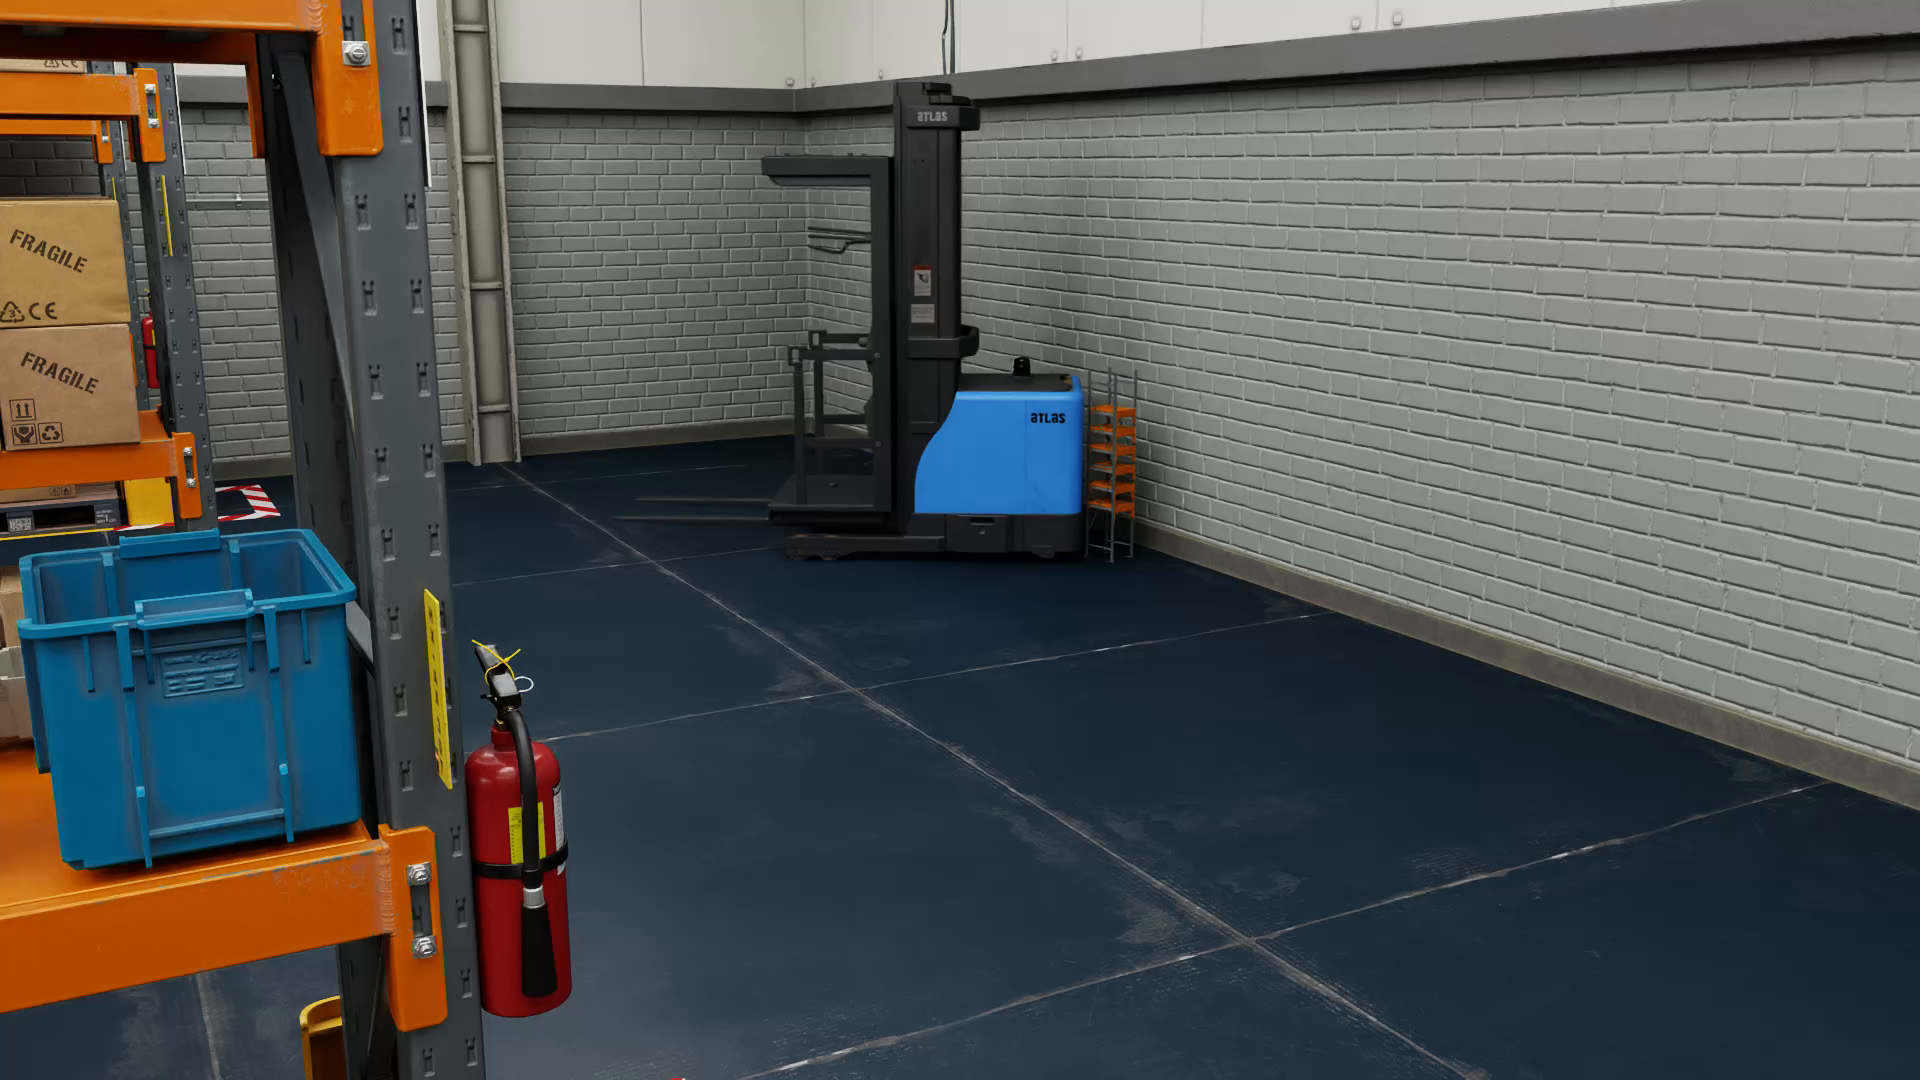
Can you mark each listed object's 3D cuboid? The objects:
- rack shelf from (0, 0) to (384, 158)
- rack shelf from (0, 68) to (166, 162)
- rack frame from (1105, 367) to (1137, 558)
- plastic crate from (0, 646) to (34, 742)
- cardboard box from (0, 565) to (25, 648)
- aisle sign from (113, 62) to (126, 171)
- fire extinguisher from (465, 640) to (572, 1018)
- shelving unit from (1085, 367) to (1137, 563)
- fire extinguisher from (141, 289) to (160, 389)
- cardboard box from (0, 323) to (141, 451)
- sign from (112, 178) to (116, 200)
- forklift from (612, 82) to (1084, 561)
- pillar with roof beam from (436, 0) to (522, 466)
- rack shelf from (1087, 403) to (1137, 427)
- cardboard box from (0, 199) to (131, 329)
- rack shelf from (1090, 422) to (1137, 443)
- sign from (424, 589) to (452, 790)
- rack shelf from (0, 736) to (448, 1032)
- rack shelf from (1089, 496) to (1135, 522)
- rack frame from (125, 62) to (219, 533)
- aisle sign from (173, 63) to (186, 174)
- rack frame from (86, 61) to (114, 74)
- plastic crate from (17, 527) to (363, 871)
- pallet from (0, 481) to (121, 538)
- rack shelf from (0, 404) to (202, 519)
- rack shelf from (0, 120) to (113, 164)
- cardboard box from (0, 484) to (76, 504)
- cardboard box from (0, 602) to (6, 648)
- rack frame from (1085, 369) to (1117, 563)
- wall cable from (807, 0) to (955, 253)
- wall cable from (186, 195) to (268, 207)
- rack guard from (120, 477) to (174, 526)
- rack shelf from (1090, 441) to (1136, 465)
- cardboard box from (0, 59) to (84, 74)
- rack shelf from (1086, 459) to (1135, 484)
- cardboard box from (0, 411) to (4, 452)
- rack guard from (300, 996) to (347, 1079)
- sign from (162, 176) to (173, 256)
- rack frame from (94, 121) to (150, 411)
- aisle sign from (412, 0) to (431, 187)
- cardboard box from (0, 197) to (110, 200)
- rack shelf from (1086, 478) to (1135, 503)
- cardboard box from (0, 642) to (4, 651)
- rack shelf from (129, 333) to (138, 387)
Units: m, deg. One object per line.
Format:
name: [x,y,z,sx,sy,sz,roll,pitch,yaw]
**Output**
rack shelf: [-2.910,-0.676,2.088,4.000,0.370,1.077,-7,14,-28]
rack shelf: [-5.280,-1.631,6.331,4.000,0.370,1.077,-7,14,-28]
rack frame: [1.021,-0.489,10.550,0.006,1.200,0.240,-11,17,-41]
plastic crate: [-1.850,0.306,3.383,0.298,0.136,0.250,-7,14,-28]
cardboard box: [-3.884,0.381,7.278,0.500,0.500,0.500,-7,14,-28]
aisle sign: [-5.694,-2.901,11.248,0.004,0.787,0.394,-7,14,-28]
fire extinguisher: [-0.804,0.517,3.004,0.183,0.674,0.296,-7,14,-28]
shelving unit: [0.952,-0.476,10.491,0.189,1.200,0.258,-11,17,-41]
fire extinguisher: [-5.548,-1.391,11.482,0.183,0.674,0.296,-7,14,-28]
cardboard box: [-3.787,-0.678,7.063,0.500,0.500,0.500,-6,14,-26]
sign: [-5.654,-2.258,11.133,0.005,0.325,0.100,-7,14,-28]
forklift: [-0.716,-1.411,10.705,3.031,2.935,1.130,1,13,2]
pillar with roof beam: [-1.883,-4.231,9.415,0.400,9.000,9.100,-7,14,-28]
rack shelf: [0.952,-0.784,10.421,0.180,0.103,0.258,-11,17,-41]
cardboard box: [-3.783,-1.166,6.952,0.500,0.500,0.500,-7,14,-28]
rack shelf: [0.952,-0.667,10.448,0.180,0.103,0.258,-11,17,-41]
sign: [-0.877,0.251,2.792,0.005,0.325,0.100,-7,14,-28]
rack shelf: [-2.910,0.787,2.417,4.000,0.370,1.077,-7,14,-28]
rack shelf: [0.952,-0.198,10.553,0.180,0.103,0.258,-11,17,-41]
rack frame: [-3.525,-0.729,7.517,0.127,3.000,1.000,-7,14,-28]
aisle sign: [-3.318,-1.945,7.001,0.004,0.787,0.394,-7,14,-28]
rack frame: [-5.901,-4.610,11.098,0.127,3.000,1.000,-7,14,-28]
plastic crate: [-1.359,0.251,2.946,0.499,0.435,0.616,-7,14,-28]
pallet: [-6.566,-0.224,11.622,1.213,0.211,1.003,-7,14,-28]
rack shelf: [-5.280,-0.168,6.661,4.000,0.370,1.077,-7,14,-28]
rack shelf: [-7.657,-2.585,10.572,4.000,0.370,1.077,-7,14,-28]
cardboard box: [-6.468,-0.576,11.572,0.500,0.500,0.700,-7,14,-28]
cardboard box: [-4.577,0.453,7.525,0.500,0.250,0.500,-7,14,-28]
rack frame: [0.884,-0.462,10.431,0.006,1.200,0.240,-11,17,-41]
wall cable: [-0.766,-3.621,13.777,0.112,2.526,3.097,-7,14,-28]
wall cable: [-5.231,-2.496,13.054,1.851,1.984,0.084,-7,14,-28]
rack guard: [-5.880,-0.466,12.043,0.348,0.500,1.175,-7,14,-28]
rack shelf: [0.952,-0.550,10.474,0.180,0.103,0.258,-11,17,-41]
cardboard box: [-3.849,-2.014,6.738,0.500,0.250,0.500,-7,14,-28]
rack shelf: [0.952,-0.432,10.500,0.180,0.103,0.258,-11,17,-41]
cardboard box: [-4.241,-0.623,6.818,0.500,0.500,0.500,-7,14,-27]
rack guard: [-1.140,1.440,3.570,0.348,0.500,1.175,-7,14,-28]
sign: [-3.276,-1.339,6.870,0.005,0.325,0.100,-7,14,-28]
rack frame: [-5.901,-1.683,11.757,0.127,3.000,1.000,-7,14,-28]
aisle sign: [-0.951,-0.993,2.771,0.004,0.787,0.394,-7,14,-28]
cardboard box: [-4.040,-1.270,7.414,0.500,0.500,0.500,-6,14,-26]
rack shelf: [0.952,-0.315,10.527,0.180,0.103,0.258,-11,17,-41]
cardboard box: [-4.282,0.569,7.202,0.250,0.166,0.380,-7,14,-28]
rack shelf: [-7.657,-1.122,10.901,4.000,0.370,1.077,-7,14,-28]
